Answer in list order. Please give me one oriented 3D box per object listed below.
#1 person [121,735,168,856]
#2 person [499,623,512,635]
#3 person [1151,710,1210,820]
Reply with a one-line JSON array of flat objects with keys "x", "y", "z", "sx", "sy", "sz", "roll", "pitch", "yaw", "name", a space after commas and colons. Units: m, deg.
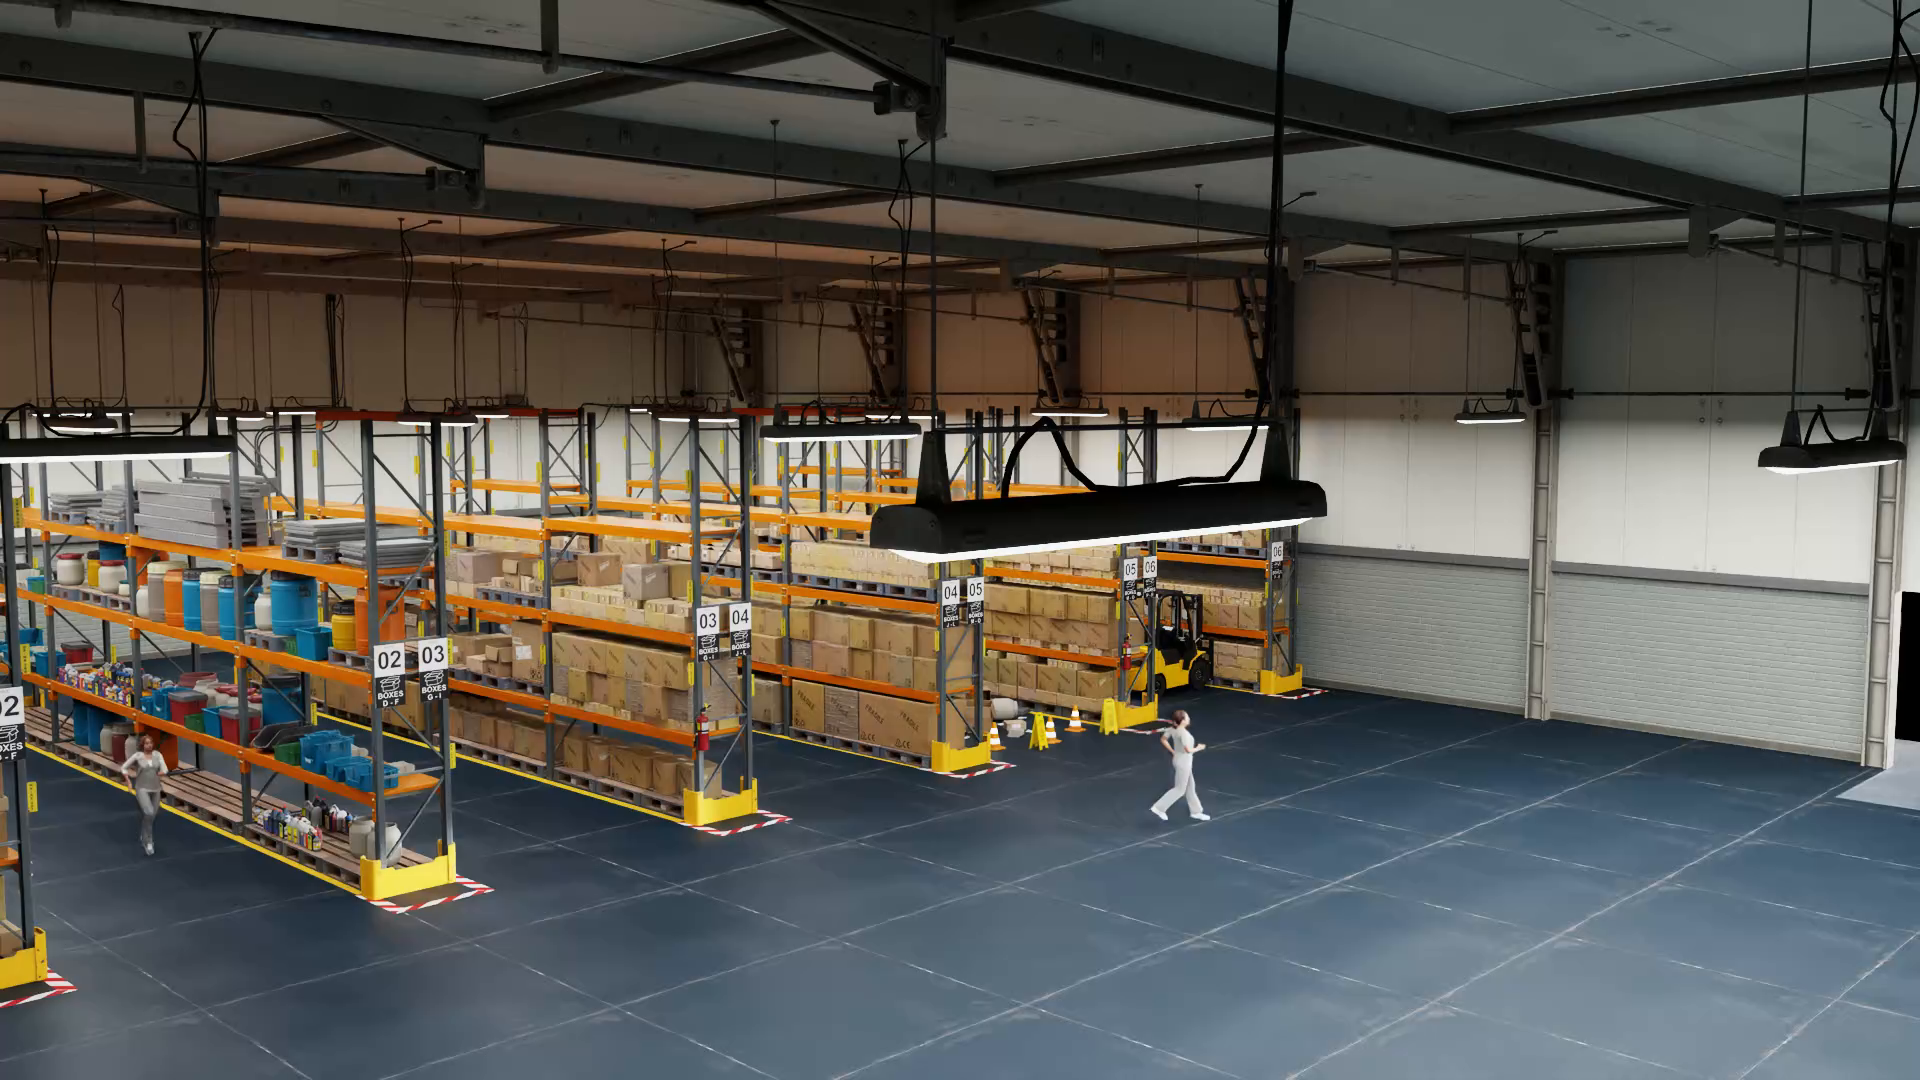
[{"x": -11.204, "y": 3.501, "z": 22.939, "sx": 0.706, "sy": 1.644, "sz": 0.503, "roll": 4, "pitch": 7, "yaw": 39, "name": "person"}, {"x": -11.190, "y": 1.808, "z": 41.325, "sx": 0.649, "sy": 1.754, "sz": 0.644, "roll": 5, "pitch": 7, "yaw": 44, "name": "person"}, {"x": 3.263, "y": 3.315, "z": 24.368, "sx": 0.912, "sy": 1.673, "sz": 0.565, "roll": -1, "pitch": 5, "yaw": -13, "name": "person"}]
